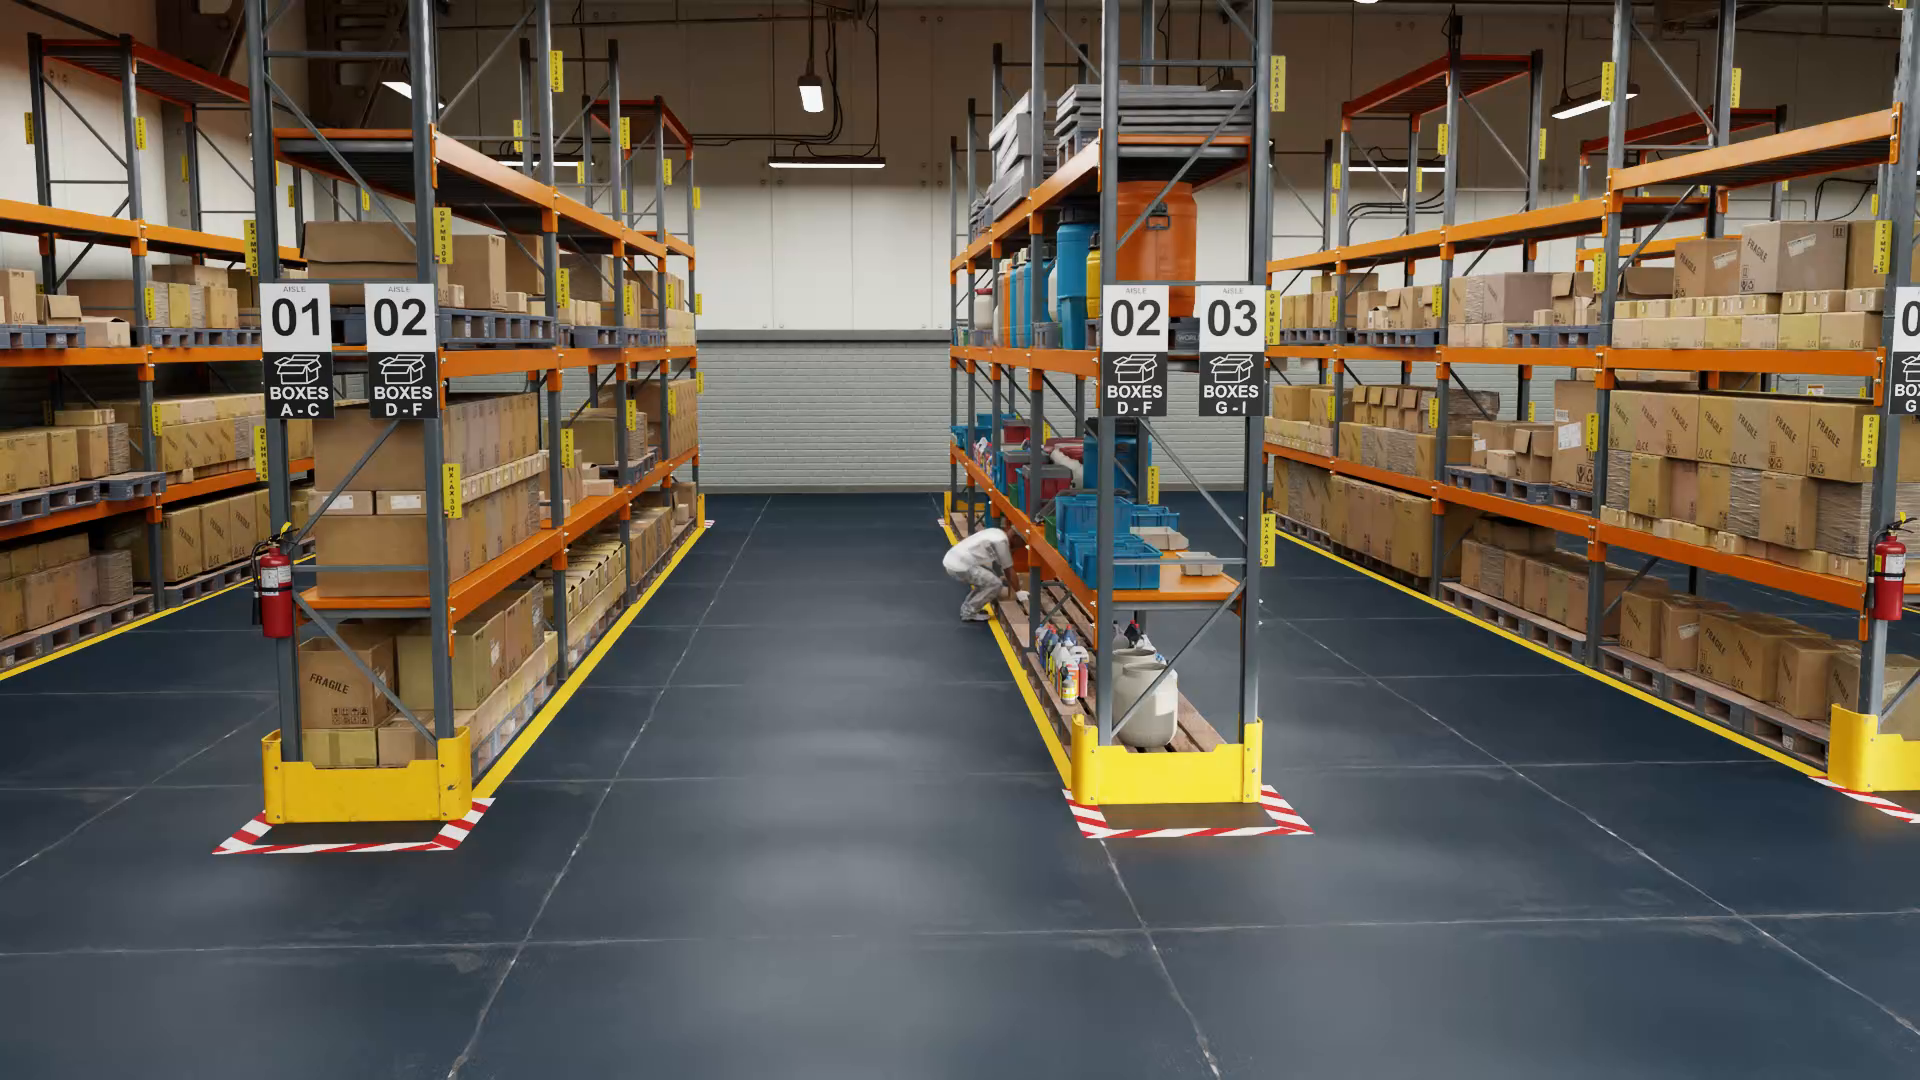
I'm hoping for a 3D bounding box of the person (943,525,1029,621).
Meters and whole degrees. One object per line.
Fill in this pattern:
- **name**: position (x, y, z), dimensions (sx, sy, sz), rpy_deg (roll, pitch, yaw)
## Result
- **person**: position (0.298, 0.319, 17.297), dimensions (0.934, 1.004, 0.548), rpy_deg (-1, 7, -6)
